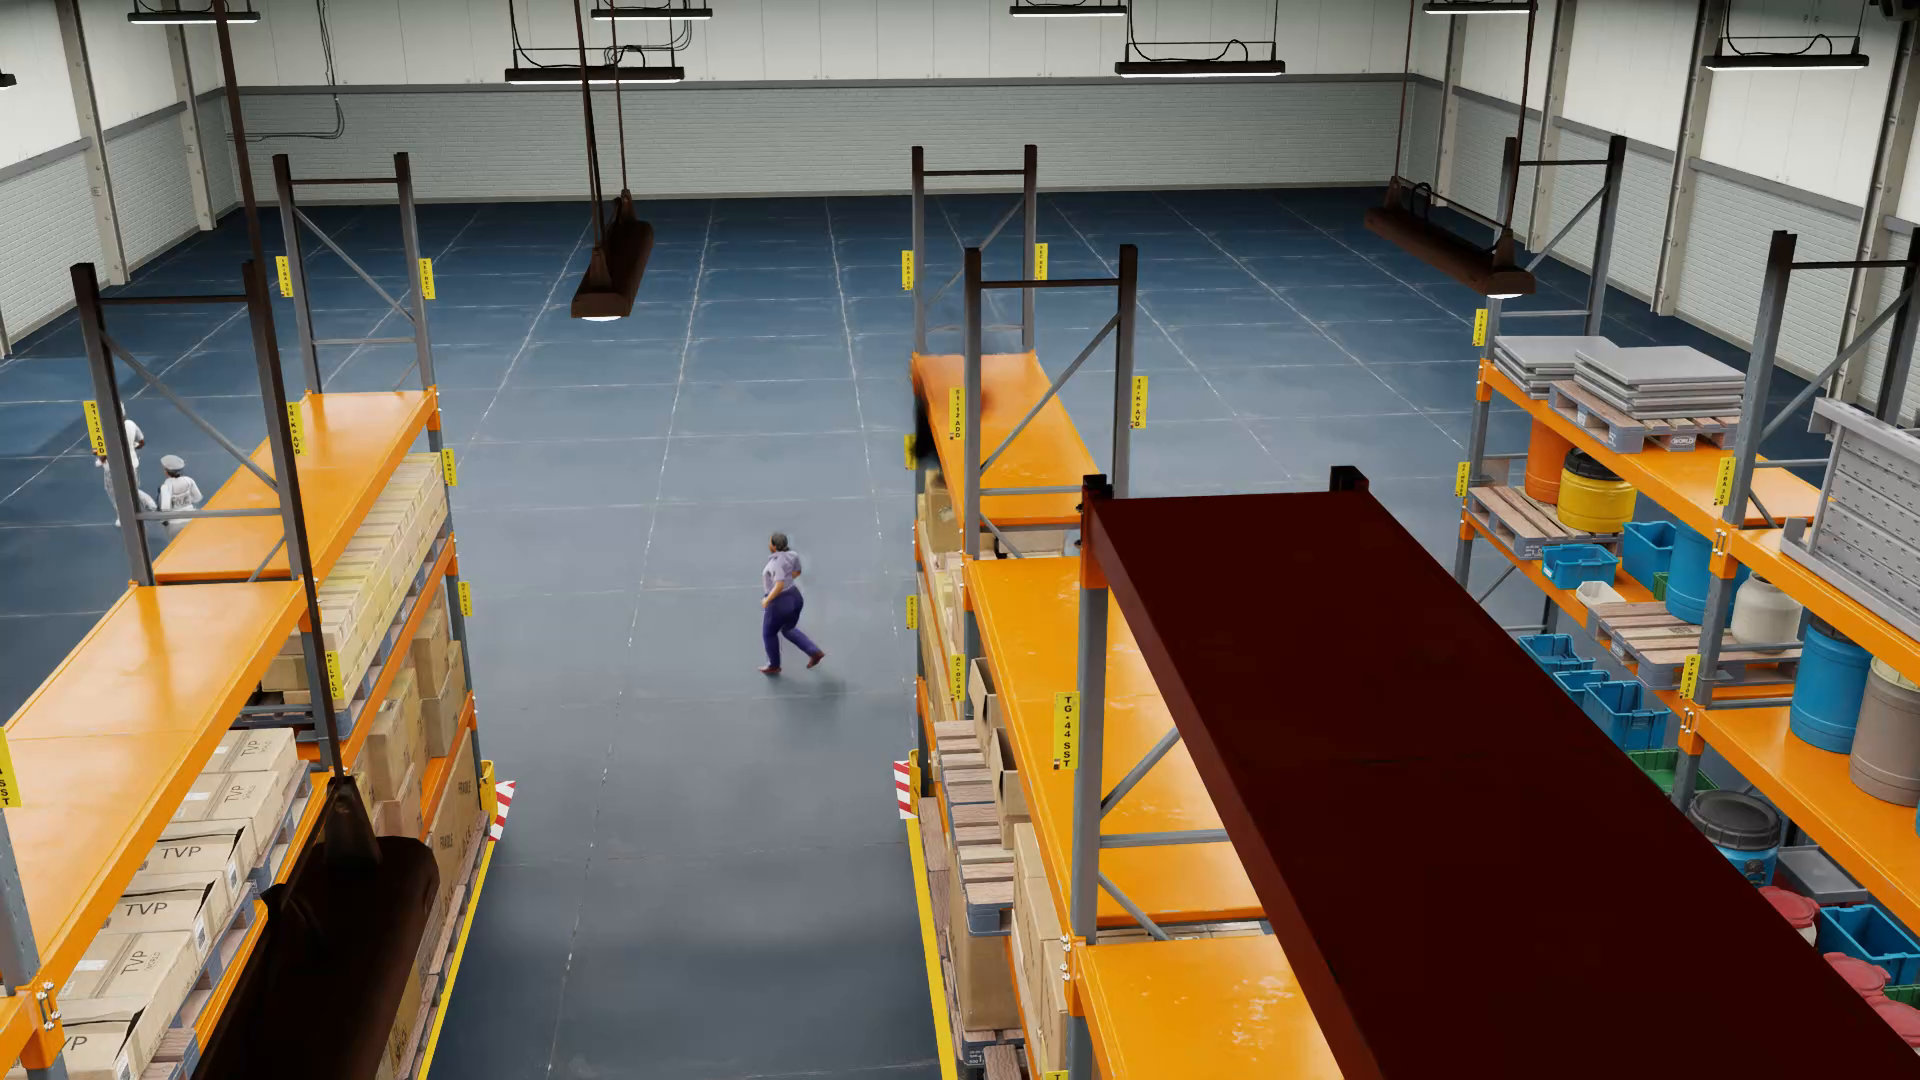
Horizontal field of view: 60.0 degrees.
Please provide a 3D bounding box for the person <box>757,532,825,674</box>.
[{"bbox_3d":[-1.847,0.703,17.679,0.770,1.657,0.631,10,24,24],"label":"person"}]

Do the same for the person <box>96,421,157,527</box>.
[{"bbox_3d":[-10.909,-0.943,21.654,0.808,1.752,0.678,13,25,29],"label":"person"}]

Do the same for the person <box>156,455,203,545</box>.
[{"bbox_3d":[-9.280,-0.193,19.827,0.901,1.693,0.616,14,26,32],"label":"person"}]
